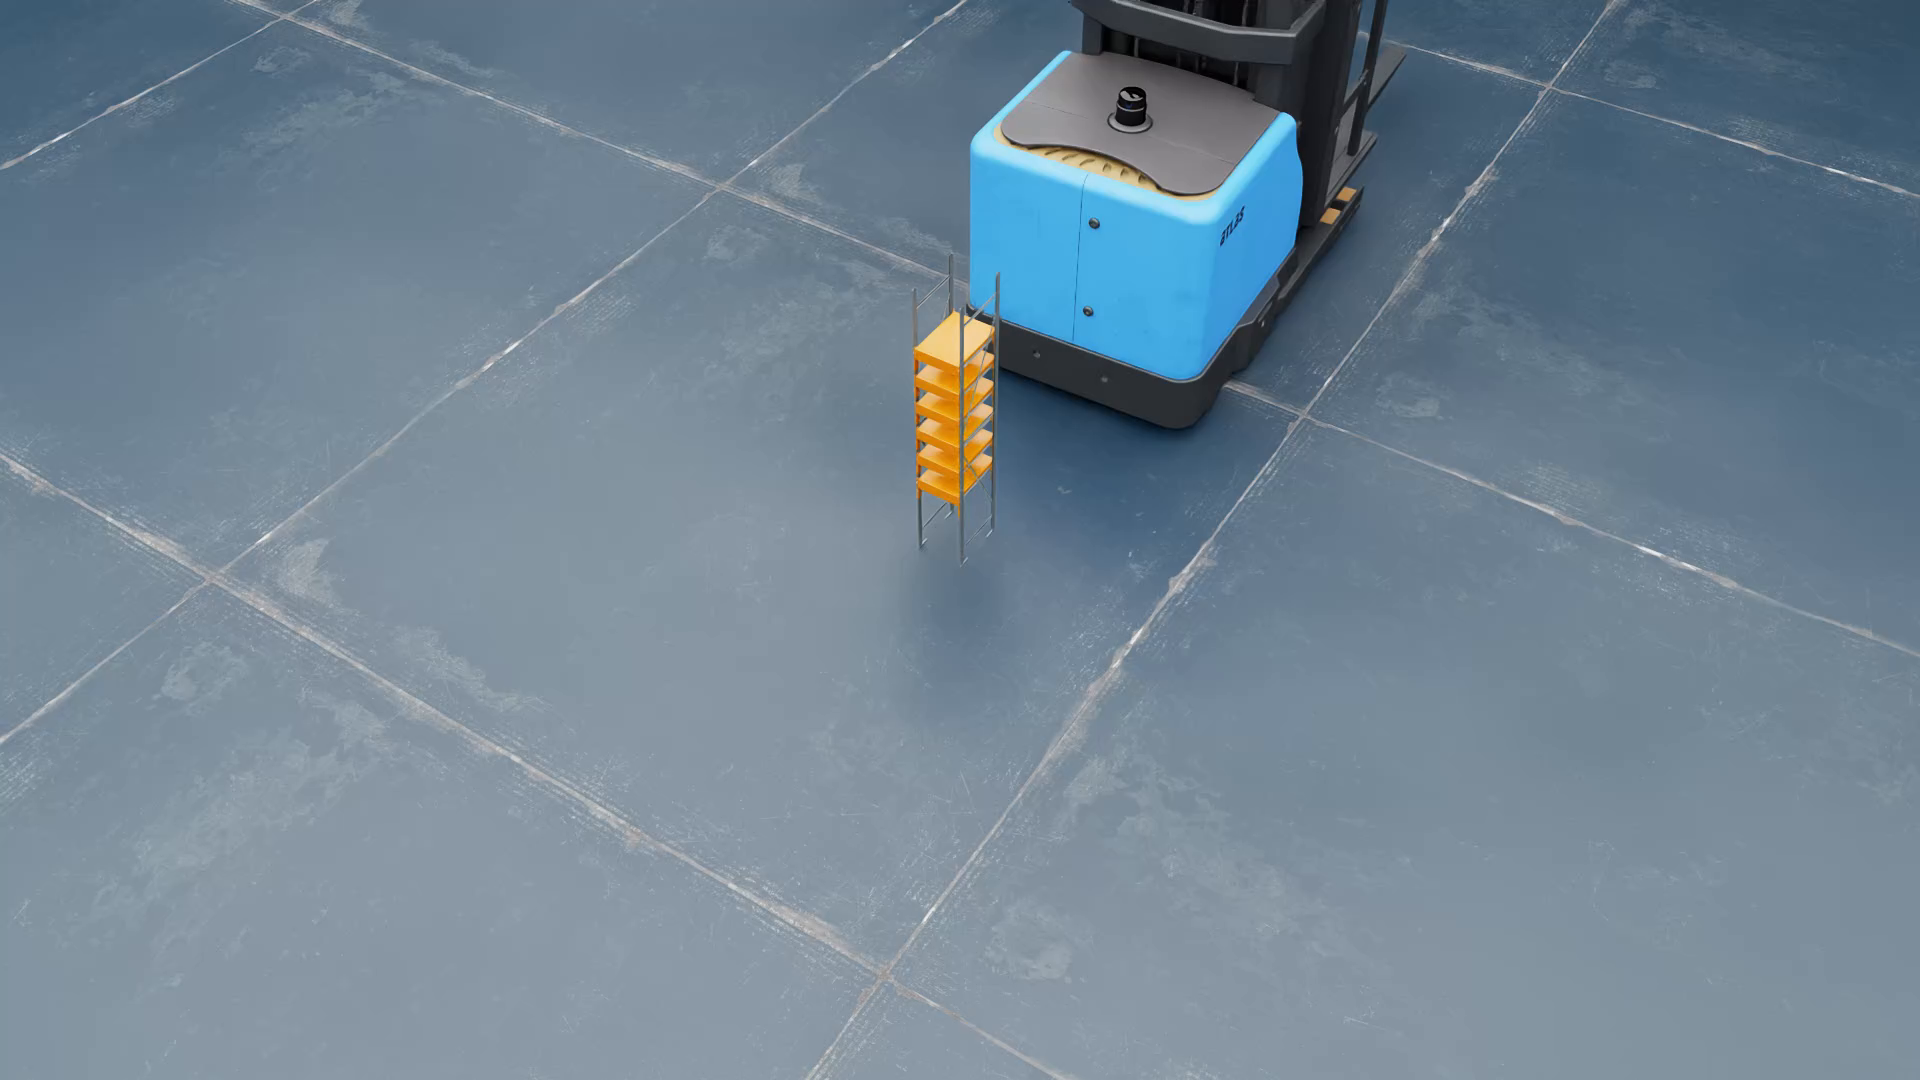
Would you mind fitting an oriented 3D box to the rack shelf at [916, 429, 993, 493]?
[{"bbox_3d":[-0.012,-0.309,5.943,0.180,0.103,0.258,25,51,22],"label":"rack shelf"}]

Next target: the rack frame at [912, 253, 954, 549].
[{"bbox_3d":[-0.089,-0.459,5.860,0.006,1.200,0.240,25,51,22],"label":"rack frame"}]

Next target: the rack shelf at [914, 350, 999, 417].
[{"bbox_3d":[-0.012,-0.560,5.685,0.180,0.103,0.258,25,51,22],"label":"rack shelf"}]

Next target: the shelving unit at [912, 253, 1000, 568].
[{"bbox_3d":[-0.012,-0.424,5.825,0.189,1.200,0.258,25,51,22],"label":"shelving unit"}]

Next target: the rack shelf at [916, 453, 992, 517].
[{"bbox_3d":[-0.012,-0.226,6.029,0.180,0.103,0.258,25,51,22],"label":"rack shelf"}]

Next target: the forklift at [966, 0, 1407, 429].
[{"bbox_3d":[1.194,-2.512,6.647,1.130,2.935,3.031,22,50,20],"label":"forklift"}]

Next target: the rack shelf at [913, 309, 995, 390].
[{"bbox_3d":[-0.012,-0.644,5.599,0.180,0.103,0.258,25,51,22],"label":"rack shelf"}]

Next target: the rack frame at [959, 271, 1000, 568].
[{"bbox_3d":[0.065,-0.388,5.791,0.006,1.200,0.240,25,51,22],"label":"rack frame"}]

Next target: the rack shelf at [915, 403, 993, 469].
[{"bbox_3d":[-0.012,-0.393,5.857,0.180,0.103,0.258,25,51,22],"label":"rack shelf"}]

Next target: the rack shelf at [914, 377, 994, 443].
[{"bbox_3d":[-0.012,-0.476,5.771,0.180,0.103,0.258,25,51,22],"label":"rack shelf"}]
